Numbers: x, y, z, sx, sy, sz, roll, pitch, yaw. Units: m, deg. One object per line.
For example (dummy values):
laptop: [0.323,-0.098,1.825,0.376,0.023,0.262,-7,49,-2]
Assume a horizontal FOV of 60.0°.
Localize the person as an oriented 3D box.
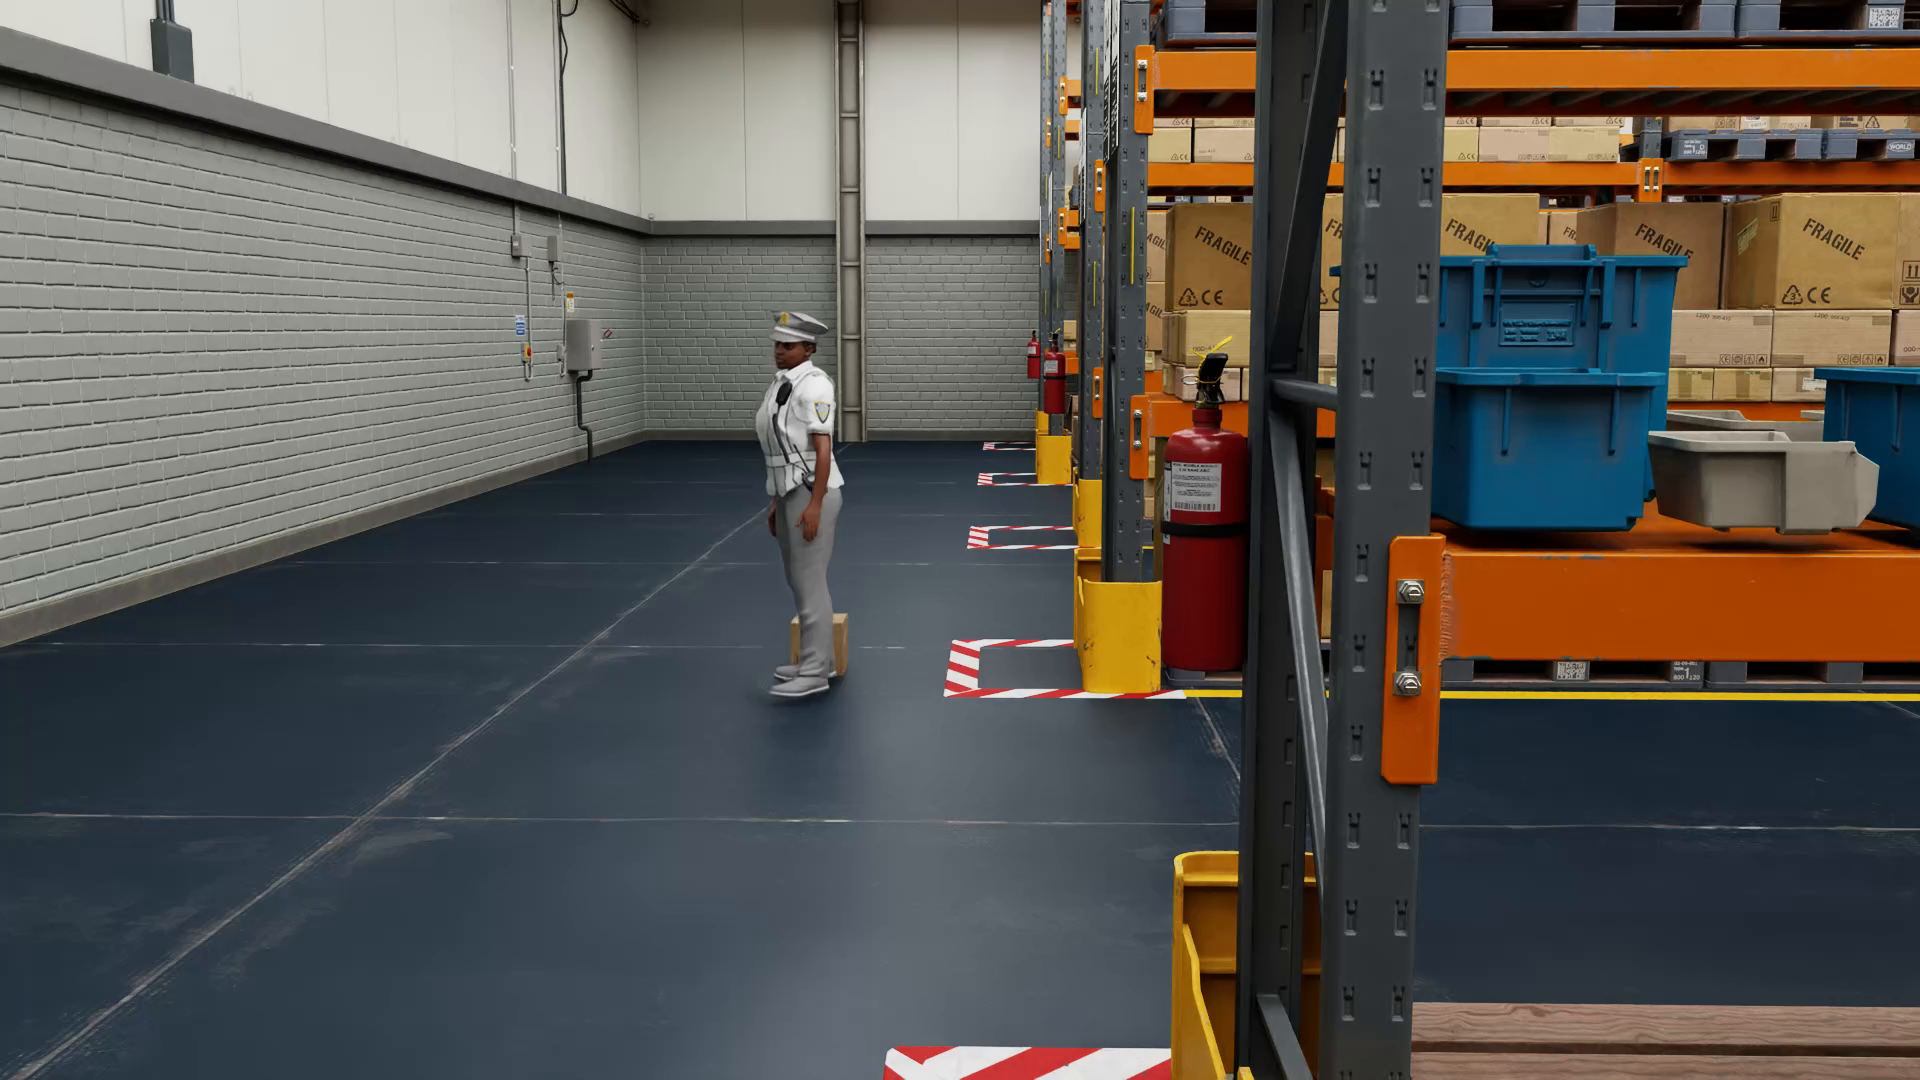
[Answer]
person: [-0.717,-0.166,7.332,0.429,1.677,0.537,-4,8,-26]
